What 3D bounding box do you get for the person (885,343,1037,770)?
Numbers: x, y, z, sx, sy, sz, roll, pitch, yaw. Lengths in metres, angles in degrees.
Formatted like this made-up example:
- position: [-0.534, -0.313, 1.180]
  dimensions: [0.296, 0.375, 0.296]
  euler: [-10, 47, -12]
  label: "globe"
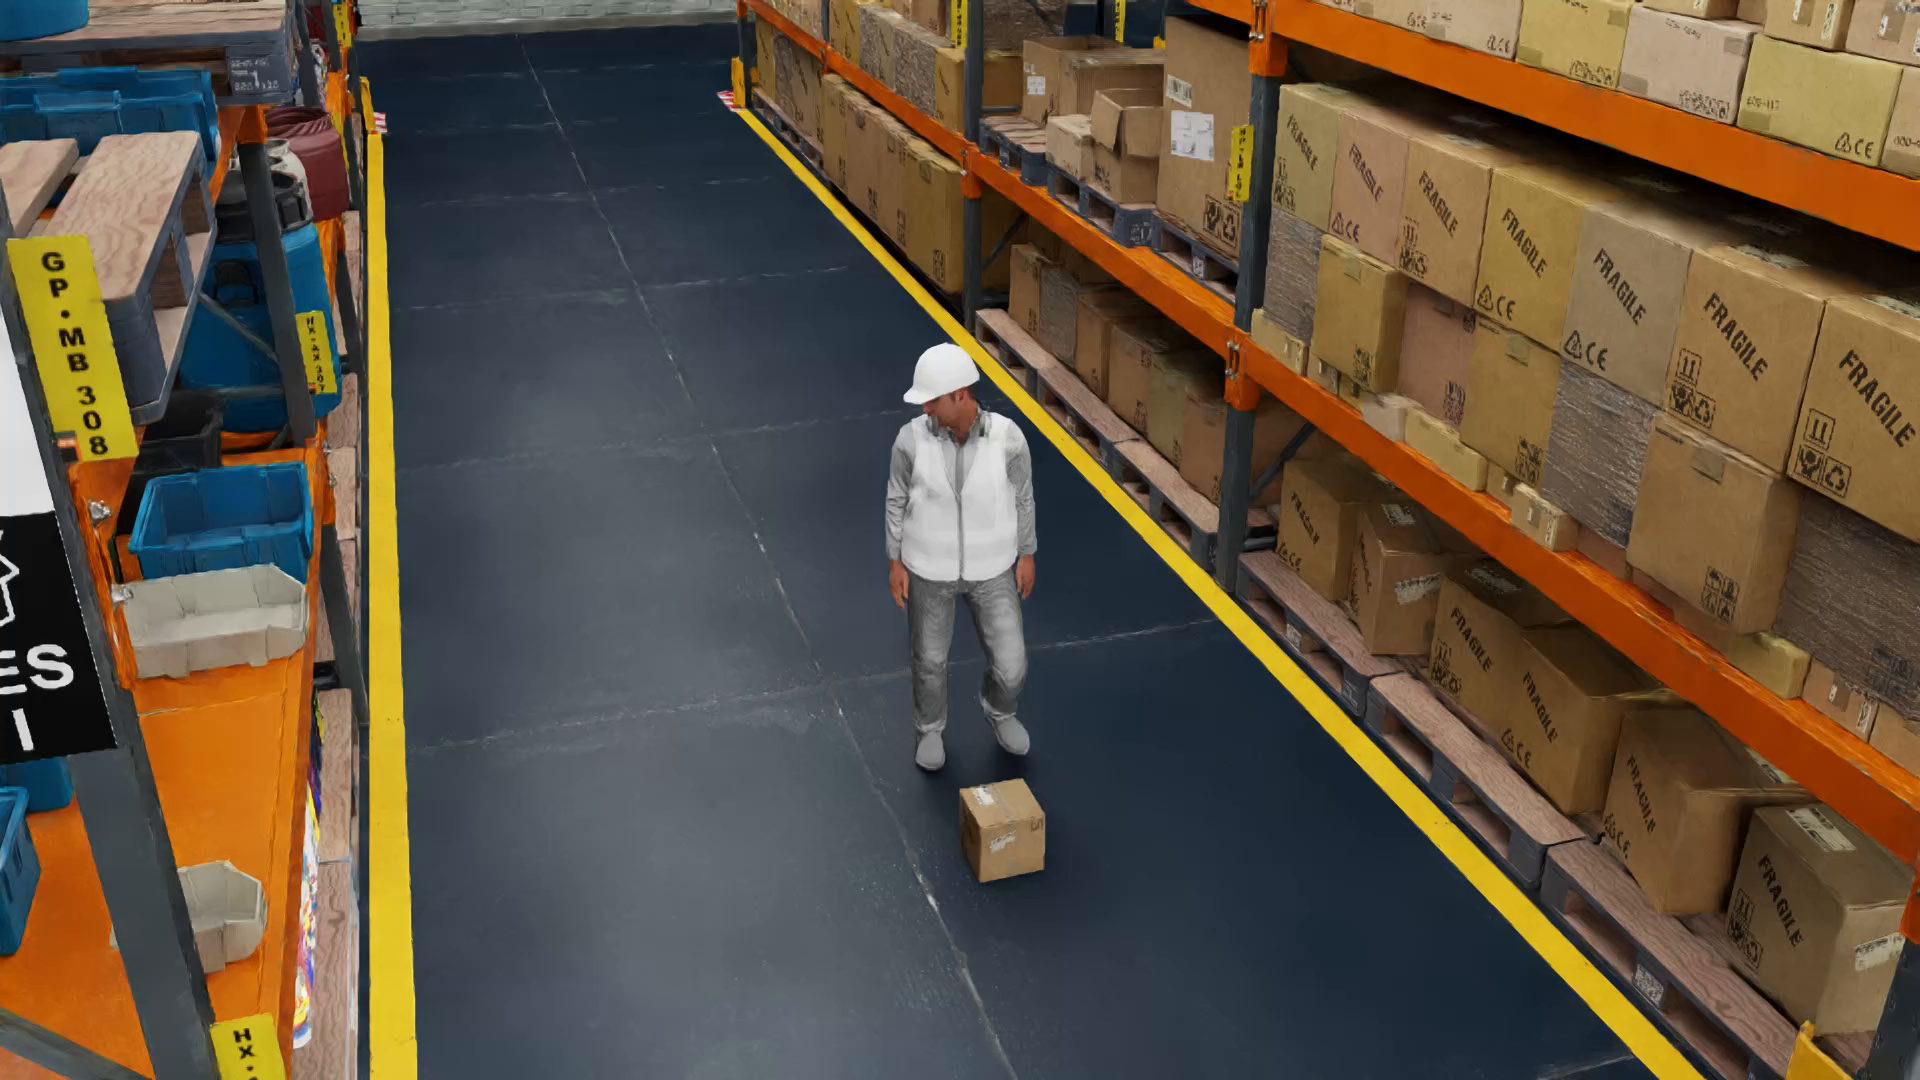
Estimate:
- position: [0.011, 0.099, 6.357]
  dimensions: [0.582, 1.756, 0.457]
  euler: [-2, 26, -5]
  label: "person"
